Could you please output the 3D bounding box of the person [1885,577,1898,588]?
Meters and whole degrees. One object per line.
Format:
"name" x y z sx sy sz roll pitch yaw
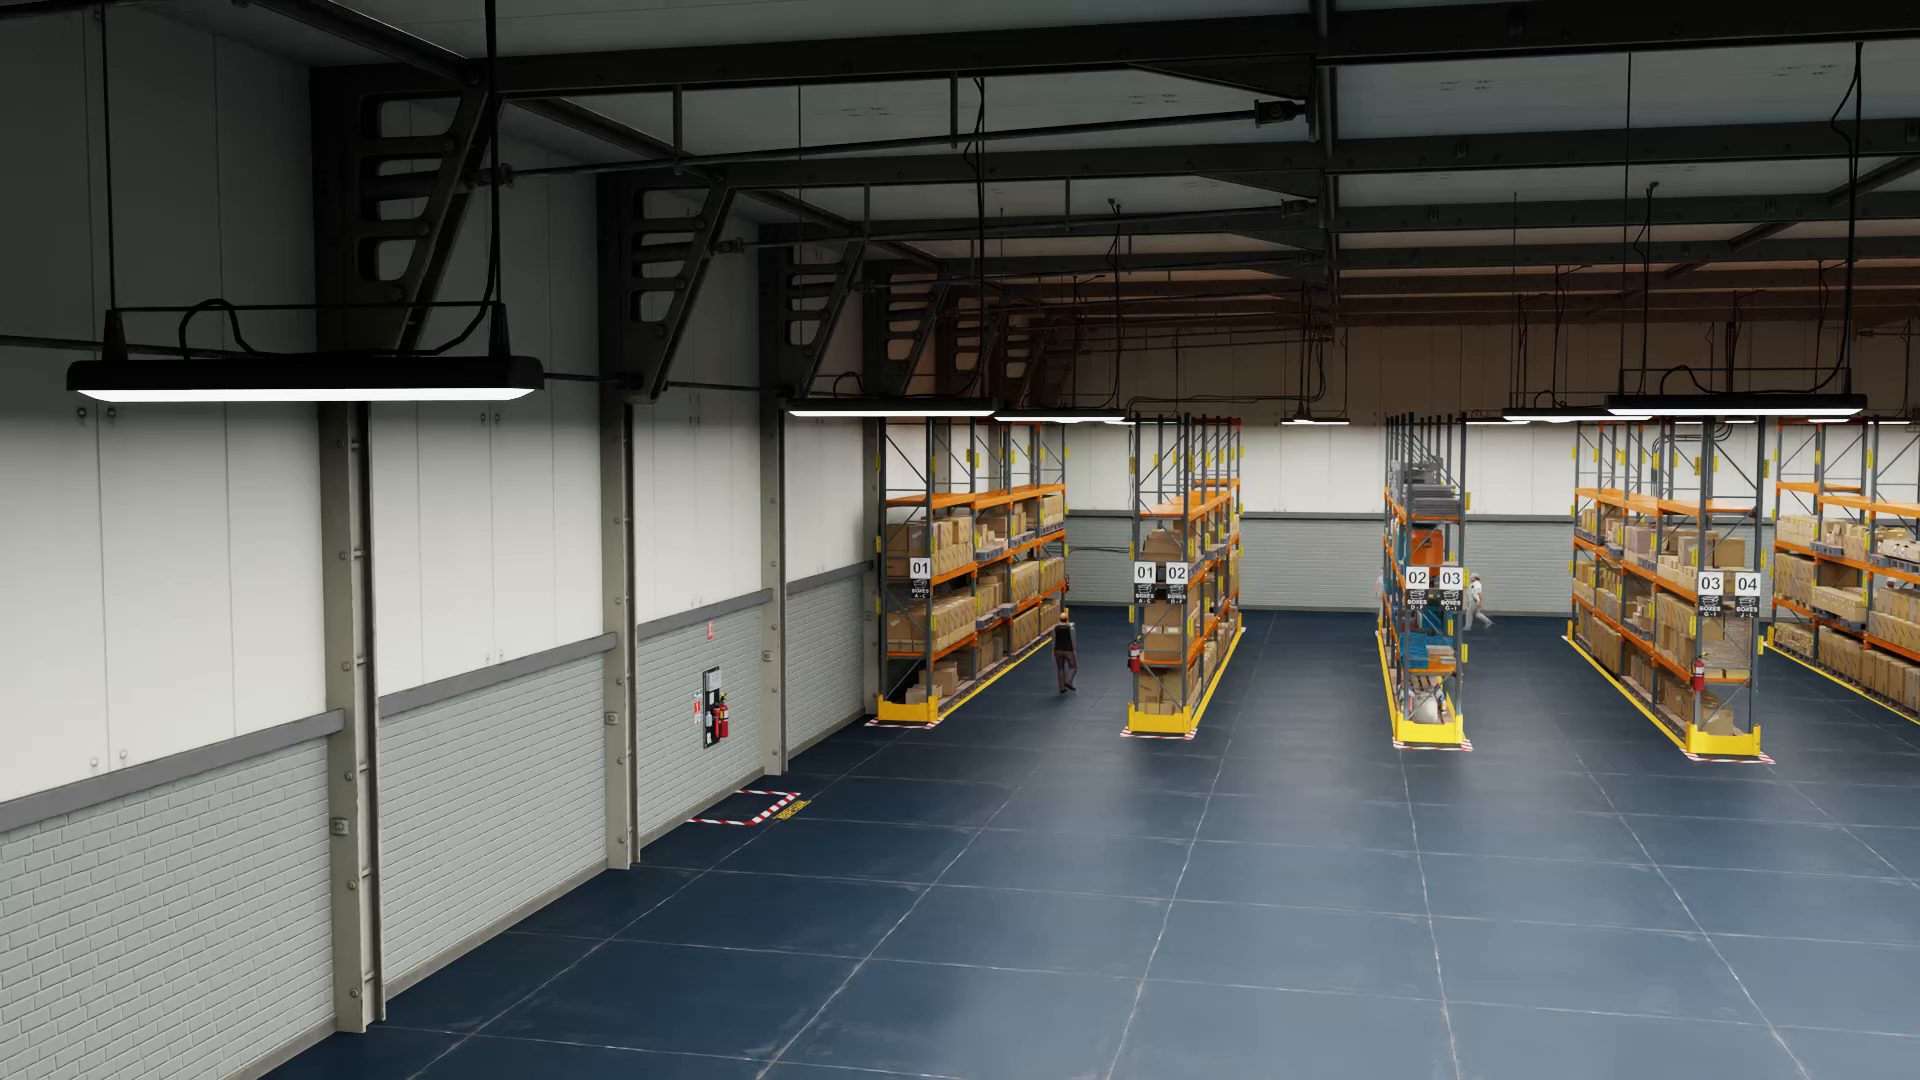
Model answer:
"person" 25.009 1.836 44.620 0.961 1.734 0.572 0 4 -1

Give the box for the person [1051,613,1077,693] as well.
"person" 2.248 2.440 35.877 0.572 1.722 0.470 1 4 15

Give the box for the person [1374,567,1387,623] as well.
"person" 12.445 1.598 48.808 0.461 1.616 1.066 3 5 41

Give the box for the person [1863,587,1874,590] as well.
"person" 23.124 2.031 42.287 0.508 1.674 0.483 1 4 16

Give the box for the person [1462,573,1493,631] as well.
"person" 14.546 1.735 46.797 0.916 1.622 0.504 1 4 8
